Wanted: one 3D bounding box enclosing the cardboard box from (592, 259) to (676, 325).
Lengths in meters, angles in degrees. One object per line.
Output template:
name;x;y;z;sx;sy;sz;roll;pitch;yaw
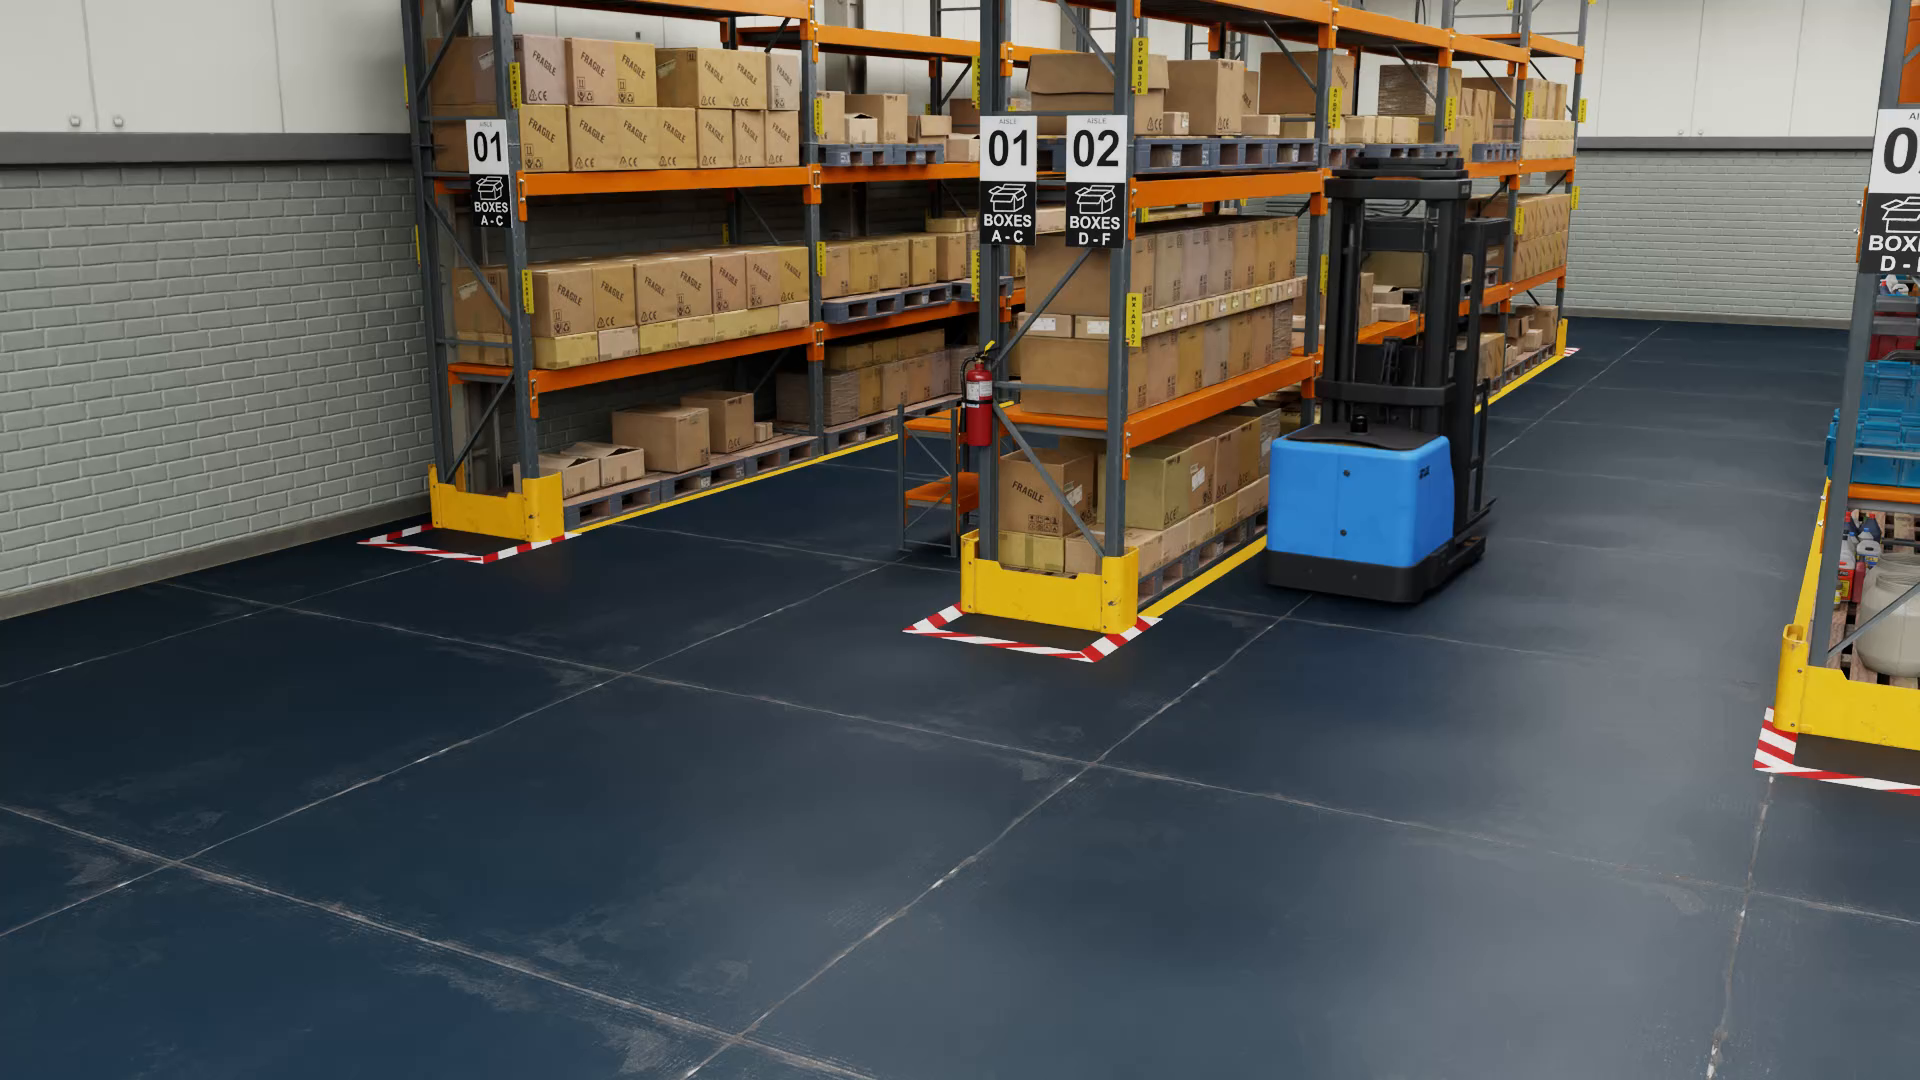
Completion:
cardboard box;-2.753;-2.092;13.990;0.500;0.500;0.500;7;15;26

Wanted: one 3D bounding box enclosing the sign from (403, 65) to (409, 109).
sign;-4.226;-3.477;12.767;0.100;0.325;0.005;7;15;28

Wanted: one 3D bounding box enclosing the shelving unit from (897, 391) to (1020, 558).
shelving unit;0.003;-0.548;12.907;0.538;1.125;1.048;7;15;28

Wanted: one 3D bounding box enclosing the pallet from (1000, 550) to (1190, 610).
pallet;0.921;0.233;11.617;1.003;0.211;1.213;7;15;28

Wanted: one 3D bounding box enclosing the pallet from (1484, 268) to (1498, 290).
pallet;5.907;-3.178;20.226;1.003;0.211;1.213;7;15;28

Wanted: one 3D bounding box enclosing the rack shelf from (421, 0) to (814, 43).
rack shelf;-2.783;-4.497;14.028;1.077;0.370;4.000;7;15;28

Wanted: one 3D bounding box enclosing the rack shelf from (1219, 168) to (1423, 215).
rack shelf;3.489;-3.301;15.459;1.077;0.370;4.000;7;15;28

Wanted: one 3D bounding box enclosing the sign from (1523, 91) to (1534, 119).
sign;6.877;-5.262;20.116;0.100;0.325;0.005;7;15;28

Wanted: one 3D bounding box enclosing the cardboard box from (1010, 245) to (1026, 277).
cardboard box;0.576;-3.436;19.997;0.500;0.500;0.500;8;16;30

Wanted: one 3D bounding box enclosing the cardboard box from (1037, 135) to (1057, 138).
cardboard box;0.791;-5.216;20.718;0.700;0.500;0.500;8;16;31

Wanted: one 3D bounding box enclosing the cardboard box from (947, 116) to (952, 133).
cardboard box;-0.432;-4.558;18.882;0.500;0.500;0.500;7;15;28

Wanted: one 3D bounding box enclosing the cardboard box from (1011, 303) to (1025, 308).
cardboard box;1.017;-2.637;21.262;0.750;0.750;0.750;7;15;28

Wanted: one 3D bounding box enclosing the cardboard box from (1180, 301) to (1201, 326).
cardboard box;1.464;-1.593;11.644;0.380;0.149;0.250;7;15;26

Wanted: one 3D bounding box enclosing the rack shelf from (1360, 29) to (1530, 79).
rack shelf;5.422;-5.385;18.558;1.077;0.370;4.000;7;15;28

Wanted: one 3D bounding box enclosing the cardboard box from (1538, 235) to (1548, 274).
cardboard box;7.607;-3.858;22.421;0.500;0.500;0.500;7;15;27

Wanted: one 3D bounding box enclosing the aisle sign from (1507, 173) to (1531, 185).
aisle sign;8.099;-5.555;24.127;0.394;0.787;0.004;7;15;28

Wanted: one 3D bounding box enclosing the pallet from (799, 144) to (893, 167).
pallet;-1.425;-3.824;16.494;1.213;0.211;1.003;7;15;28

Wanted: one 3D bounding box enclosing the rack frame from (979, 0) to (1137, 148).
rack frame;0.588;-3.878;9.917;1.000;3.000;0.127;7;15;28

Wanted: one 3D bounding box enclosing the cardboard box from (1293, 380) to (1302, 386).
cardboard box;3.450;-1.455;16.444;0.500;0.311;0.500;7;15;27

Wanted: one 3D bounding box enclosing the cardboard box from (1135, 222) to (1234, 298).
cardboard box;1.585;-2.060;12.198;0.700;0.500;0.500;7;15;28

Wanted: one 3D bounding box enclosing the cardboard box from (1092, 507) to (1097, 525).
cardboard box;0.820;-0.076;11.919;0.500;0.250;0.500;7;15;28

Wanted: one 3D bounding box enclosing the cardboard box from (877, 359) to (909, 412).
cardboard box;-0.987;-1.706;18.103;0.700;0.500;0.500;8;15;29

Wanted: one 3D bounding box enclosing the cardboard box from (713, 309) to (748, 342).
cardboard box;-2.258;-1.941;14.963;0.500;0.250;0.500;7;15;28

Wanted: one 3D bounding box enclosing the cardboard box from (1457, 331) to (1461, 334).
cardboard box;5.942;-2.350;20.776;0.500;0.500;0.500;7;15;26

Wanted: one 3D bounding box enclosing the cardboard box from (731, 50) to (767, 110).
cardboard box;-2.078;-4.097;14.838;0.500;0.500;0.500;8;16;31

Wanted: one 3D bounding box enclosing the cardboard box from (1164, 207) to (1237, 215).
cardboard box;3.747;-4.844;26.087;0.980;0.700;0.700;8;16;31

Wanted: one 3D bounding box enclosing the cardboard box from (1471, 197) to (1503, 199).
cardboard box;6.896;-4.300;22.121;0.500;0.500;0.500;8;15;28

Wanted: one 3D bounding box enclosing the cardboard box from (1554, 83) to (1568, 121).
cardboard box;8.089;-6.129;23.311;0.700;0.500;0.500;7;15;28

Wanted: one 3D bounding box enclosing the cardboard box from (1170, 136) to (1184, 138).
cardboard box;2.875;-5.836;23.653;0.500;0.250;0.500;7;15;27

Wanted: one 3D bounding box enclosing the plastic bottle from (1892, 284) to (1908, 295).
plastic bottle;9.852;-2.542;17.441;0.152;0.276;0.135;7;15;28

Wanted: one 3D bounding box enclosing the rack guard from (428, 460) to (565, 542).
rack guard;-3.713;-0.322;13.302;1.175;0.500;0.348;7;15;28

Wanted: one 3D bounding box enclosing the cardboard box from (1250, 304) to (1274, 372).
cardboard box;2.064;-1.630;13.180;0.700;0.500;0.500;7;15;27

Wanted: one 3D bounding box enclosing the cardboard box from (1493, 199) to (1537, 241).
cardboard box;7.112;-4.128;21.411;0.500;0.500;0.500;7;15;26

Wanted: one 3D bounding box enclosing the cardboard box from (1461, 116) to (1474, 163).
cardboard box;5.135;-4.414;18.328;0.910;0.500;0.500;7;15;28

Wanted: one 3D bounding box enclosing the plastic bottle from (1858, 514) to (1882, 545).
plastic bottle;6.229;-0.011;11.392;0.144;0.351;0.185;7;15;28

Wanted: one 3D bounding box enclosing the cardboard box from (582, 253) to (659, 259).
cardboard box;-2.967;-2.256;14.667;0.500;0.500;0.500;8;16;29

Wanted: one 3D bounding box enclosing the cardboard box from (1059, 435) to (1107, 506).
cardboard box;1.058;-0.544;12.259;0.500;0.500;0.500;7;15;28

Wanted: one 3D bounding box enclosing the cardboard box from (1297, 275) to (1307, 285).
cardboard box;3.404;-2.197;15.533;0.500;0.500;0.500;7;15;28

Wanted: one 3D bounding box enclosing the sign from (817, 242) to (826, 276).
sign;-1.338;-2.703;15.999;0.100;0.325;0.005;7;15;28

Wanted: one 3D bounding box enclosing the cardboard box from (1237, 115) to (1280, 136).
cardboard box;2.178;-3.112;12.481;0.380;0.149;0.250;7;15;28

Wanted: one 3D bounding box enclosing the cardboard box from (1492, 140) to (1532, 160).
cardboard box;6.841;-4.880;20.795;0.500;0.250;0.500;7;15;28

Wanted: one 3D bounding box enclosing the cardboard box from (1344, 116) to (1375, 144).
cardboard box;3.500;-3.757;15.239;0.500;0.250;0.500;6;15;23

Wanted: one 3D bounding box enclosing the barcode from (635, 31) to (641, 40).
barcode;-2.865;-4.488;14.794;0.001;0.075;0.075;7;15;28

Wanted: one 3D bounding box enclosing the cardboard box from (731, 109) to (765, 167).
cardboard box;-2.100;-3.625;15.013;0.500;0.500;0.500;6;15;23

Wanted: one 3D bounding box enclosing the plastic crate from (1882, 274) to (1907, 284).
plastic crate;10.651;-3.017;19.053;0.392;0.384;0.575;7;15;28

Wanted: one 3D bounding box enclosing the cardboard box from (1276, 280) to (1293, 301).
cardboard box;2.457;-2.015;13.395;0.380;0.149;0.250;7;15;27

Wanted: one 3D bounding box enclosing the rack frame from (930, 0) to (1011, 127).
rack frame;0.117;-6.079;19.050;1.000;3.000;0.127;7;15;28

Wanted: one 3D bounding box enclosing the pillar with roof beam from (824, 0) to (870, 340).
pillar with roof beam;2.500;-5.423;16.327;9.100;9.000;0.400;7;15;28

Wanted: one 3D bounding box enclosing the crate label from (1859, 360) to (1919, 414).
crate label;5.576;-0.825;9.978;0.502;0.435;0.616;7;15;28

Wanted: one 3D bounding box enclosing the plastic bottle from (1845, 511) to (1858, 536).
plastic bottle;6.103;-0.027;11.460;0.144;0.351;0.185;8;16;30

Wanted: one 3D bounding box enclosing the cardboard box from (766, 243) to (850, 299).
cardboard box;-1.540;-2.705;16.703;0.700;0.500;0.500;7;15;28

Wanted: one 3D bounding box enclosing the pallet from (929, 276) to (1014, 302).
pallet;-0.134;-2.911;19.119;1.213;0.211;1.003;7;15;28

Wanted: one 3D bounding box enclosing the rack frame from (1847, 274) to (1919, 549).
rack frame;6.856;-1.220;11.693;1.000;3.000;0.127;7;15;28

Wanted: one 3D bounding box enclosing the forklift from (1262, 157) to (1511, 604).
forklift;3.290;-1.296;12.157;1.130;2.935;3.031;8;16;30
